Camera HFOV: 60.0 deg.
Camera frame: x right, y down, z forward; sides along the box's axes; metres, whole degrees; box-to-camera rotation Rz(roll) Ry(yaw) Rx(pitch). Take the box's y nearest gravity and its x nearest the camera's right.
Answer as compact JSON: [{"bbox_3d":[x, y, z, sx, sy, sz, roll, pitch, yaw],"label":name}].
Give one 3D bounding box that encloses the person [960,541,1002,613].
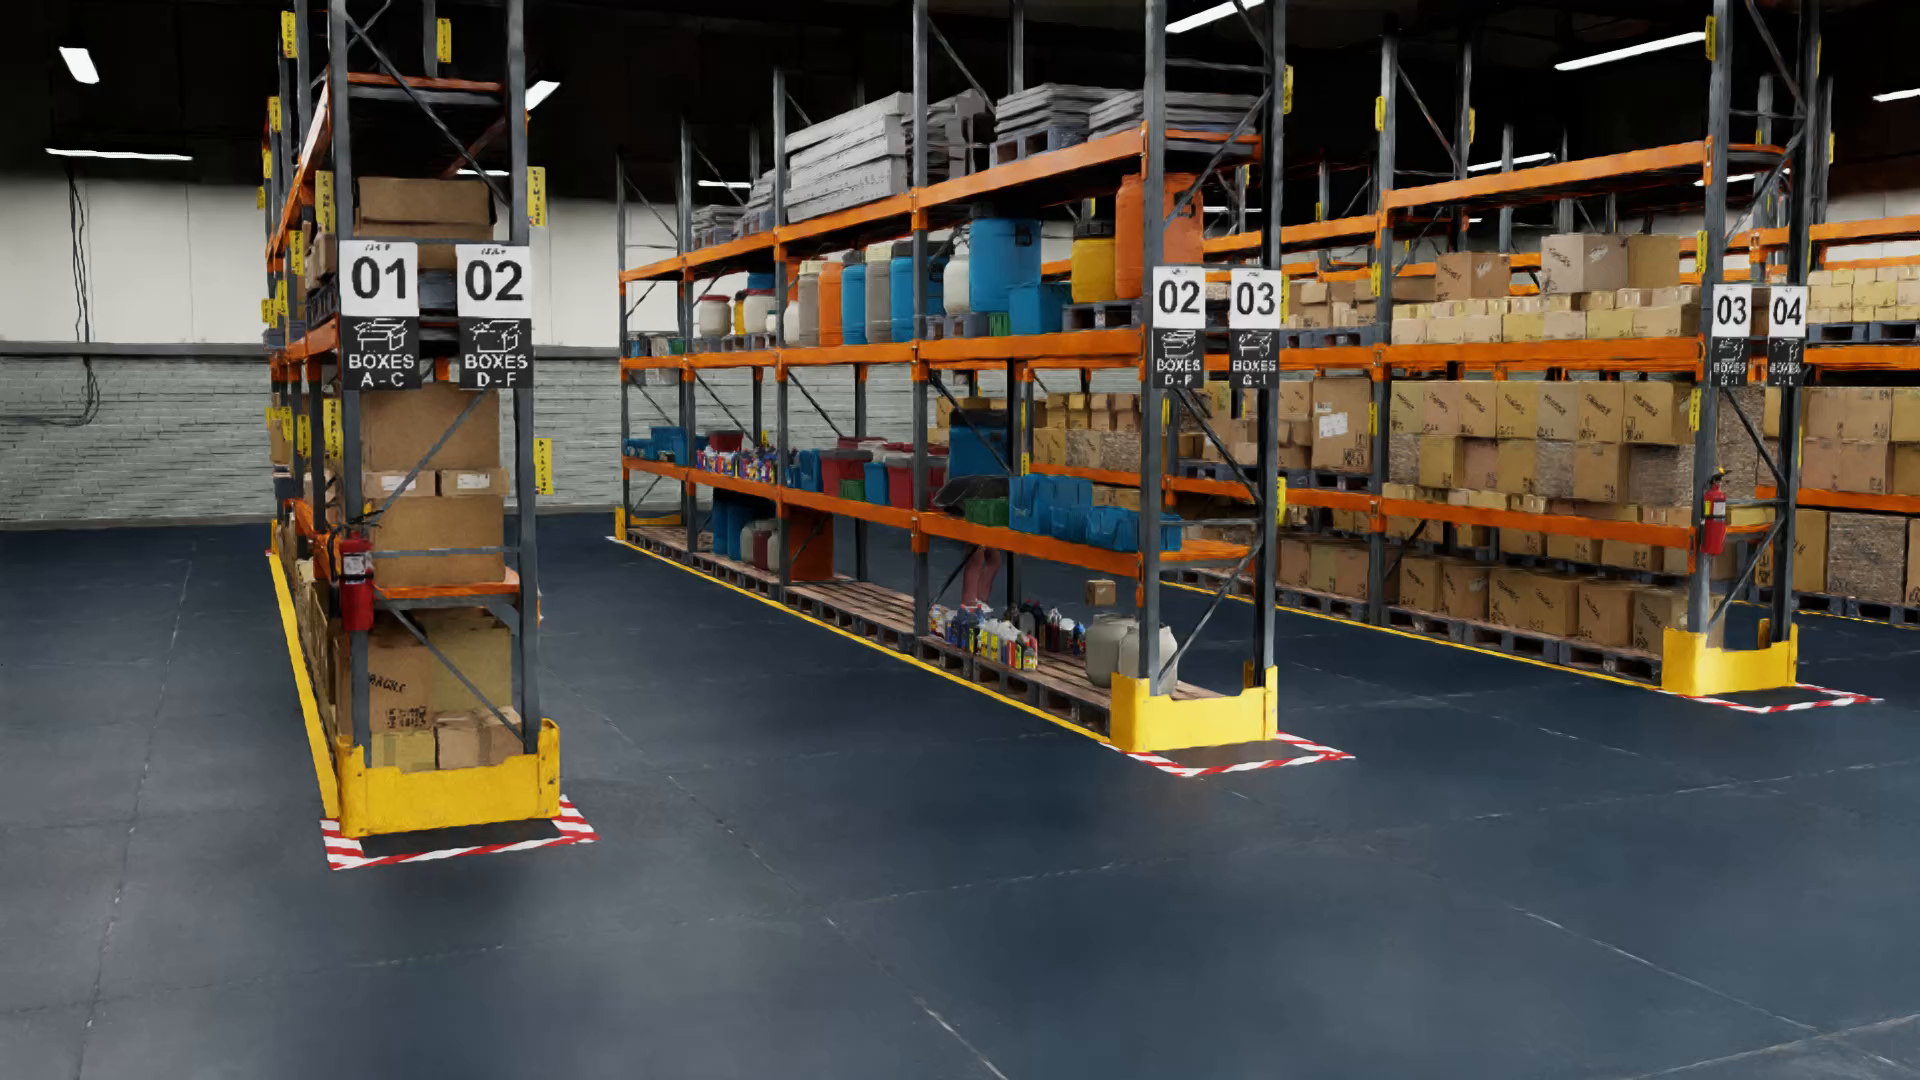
[{"bbox_3d":[0.214,-0.050,17.515,0.383,1.668,0.572,1,6,13],"label":"person"}]
